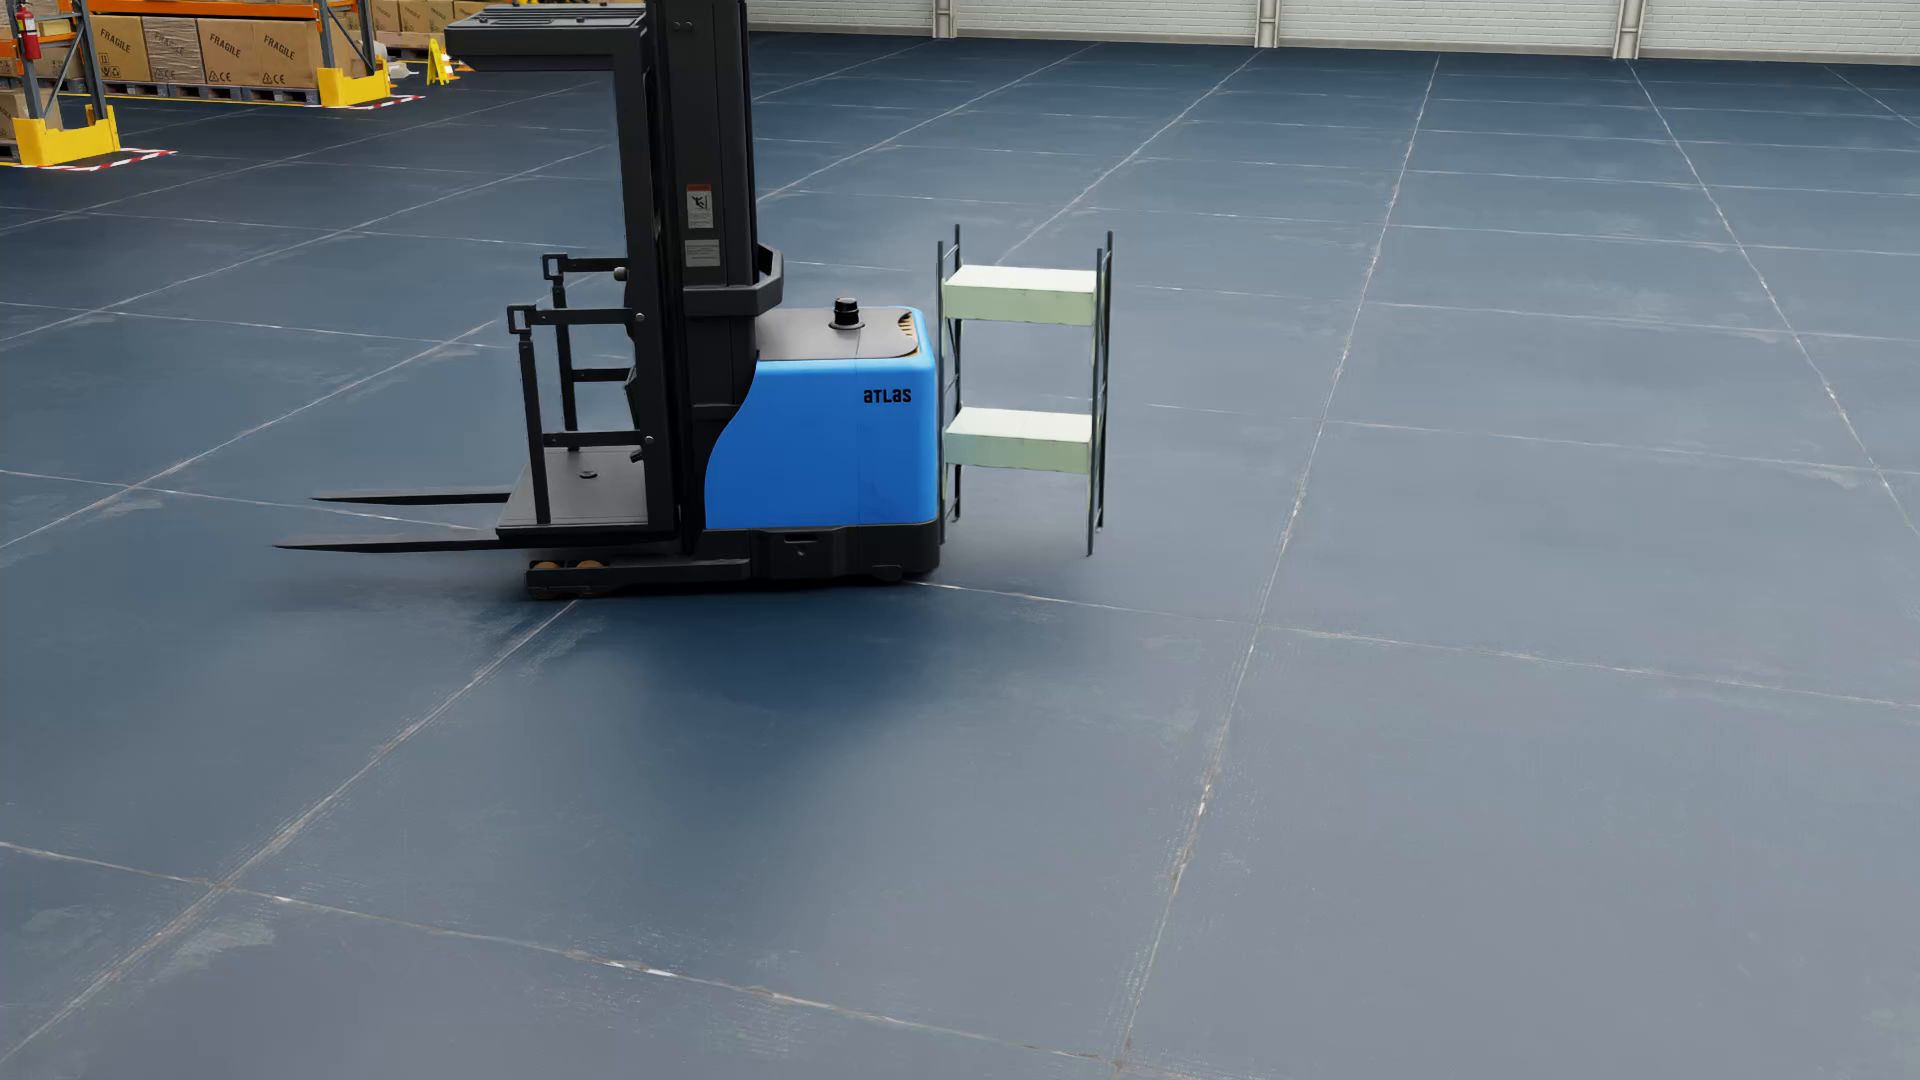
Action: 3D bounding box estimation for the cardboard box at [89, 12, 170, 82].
[{"bbox_3d":[-11.631,-7.032,23.646,0.875,0.875,0.875,7,23,16],"label":"cardboard box"}]

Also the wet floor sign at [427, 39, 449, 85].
[{"bbox_3d":[-7.783,-7.104,24.677,0.232,0.644,0.267,3,22,6],"label":"wet floor sign"}]

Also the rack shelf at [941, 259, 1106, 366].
[{"bbox_3d":[0.308,-1.077,7.829,0.720,0.370,0.431,5,23,11],"label":"rack shelf"}]

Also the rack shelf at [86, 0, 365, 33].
[{"bbox_3d":[-10.298,-7.363,23.155,4.000,0.370,1.077,7,23,16],"label":"rack shelf"}]

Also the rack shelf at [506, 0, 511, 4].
[{"bbox_3d":[-8.965,-9.173,27.566,4.000,0.370,1.077,7,23,16],"label":"rack shelf"}]

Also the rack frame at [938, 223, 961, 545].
[{"bbox_3d":[-0.049,-0.745,8.049,0.023,1.500,0.400,5,23,11],"label":"rack frame"}]

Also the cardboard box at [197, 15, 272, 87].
[{"bbox_3d":[-9.894,-6.834,23.163,0.875,0.875,0.875,6,23,15],"label":"cardboard box"}]

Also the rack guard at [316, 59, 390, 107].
[{"bbox_3d":[-8.360,-6.318,22.952,0.348,0.500,1.175,7,23,16],"label":"rack guard"}]

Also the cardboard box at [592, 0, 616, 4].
[{"bbox_3d":[-6.653,-10.242,31.637,0.500,0.250,0.500,6,23,15],"label":"cardboard box"}]

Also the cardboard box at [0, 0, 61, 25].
[{"bbox_3d":[-10.431,-5.940,18.213,0.500,0.500,0.875,7,23,16],"label":"cardboard box"}]

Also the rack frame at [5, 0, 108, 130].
[{"bbox_3d":[-9.913,-5.686,18.117,0.127,3.000,1.000,7,23,16],"label":"rack frame"}]

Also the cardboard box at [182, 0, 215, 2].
[{"bbox_3d":[-10.303,-7.773,23.008,0.500,0.550,0.875,7,23,16],"label":"cardboard box"}]

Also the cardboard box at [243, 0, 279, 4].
[{"bbox_3d":[-9.284,-7.623,22.642,0.550,0.550,0.875,7,23,16],"label":"cardboard box"}]

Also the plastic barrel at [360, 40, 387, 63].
[{"bbox_3d":[-9.465,-7.771,26.595,0.512,0.421,0.421,-14,26,-30],"label":"plastic barrel"}]

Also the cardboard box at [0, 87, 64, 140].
[{"bbox_3d":[-10.505,-4.798,18.694,0.500,0.500,0.500,11,25,25],"label":"cardboard box"}]

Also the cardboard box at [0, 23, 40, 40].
[{"bbox_3d":[-10.245,-5.526,18.058,0.250,0.149,0.380,7,23,16],"label":"cardboard box"}]

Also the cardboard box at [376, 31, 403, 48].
[{"bbox_3d":[-9.370,-8.372,27.737,0.500,0.250,0.500,6,23,15],"label":"cardboard box"}]

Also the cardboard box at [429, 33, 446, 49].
[{"bbox_3d":[-8.395,-8.259,27.461,0.500,0.250,0.500,7,23,16],"label":"cardboard box"}]

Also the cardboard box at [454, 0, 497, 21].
[{"bbox_3d":[-7.892,-8.548,27.178,0.500,0.500,0.500,7,23,16],"label":"cardboard box"}]

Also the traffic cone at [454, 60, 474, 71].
[{"bbox_3d":[-7.834,-7.691,26.349,0.334,0.463,0.336,7,23,16],"label":"traffic cone"}]

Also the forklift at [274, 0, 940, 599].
[{"bbox_3d":[-1.640,-1.296,7.506,3.031,2.935,1.130,-2,22,-4],"label":"forklift"}]

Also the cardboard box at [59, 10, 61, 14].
[{"bbox_3d":[-16.199,-9.580,29.857,0.875,0.875,0.875,7,23,16],"label":"cardboard box"}]

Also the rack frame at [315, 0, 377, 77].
[{"bbox_3d":[-8.383,-7.477,22.484,0.127,3.000,1.000,7,23,16],"label":"rack frame"}]

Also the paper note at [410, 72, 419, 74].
[{"bbox_3d":[-8.530,-7.293,25.948,0.142,0.019,0.148,-1,22,-3],"label":"paper note"}]

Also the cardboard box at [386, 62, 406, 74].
[{"bbox_3d":[-8.888,-7.377,25.997,0.380,0.149,0.250,-20,29,-39],"label":"cardboard box"}]

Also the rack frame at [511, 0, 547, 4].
[{"bbox_3d":[-7.050,-9.286,26.895,0.127,3.000,1.000,7,23,16],"label":"rack frame"}]

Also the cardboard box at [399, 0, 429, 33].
[{"bbox_3d":[-8.874,-8.662,27.456,0.500,0.500,0.500,6,23,14],"label":"cardboard box"}]

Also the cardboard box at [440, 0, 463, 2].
[{"bbox_3d":[-8.263,-8.864,27.094,0.250,0.149,0.380,7,23,17],"label":"cardboard box"}]

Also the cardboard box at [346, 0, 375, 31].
[{"bbox_3d":[-9.877,-8.777,27.735,0.500,0.500,0.500,8,23,18],"label":"cardboard box"}]

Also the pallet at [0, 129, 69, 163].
[{"bbox_3d":[-10.753,-4.506,18.915,1.213,0.211,1.003,7,23,16],"label":"pallet"}]

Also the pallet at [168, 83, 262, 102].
[{"bbox_3d":[-10.335,-6.380,23.485,1.213,0.211,1.003,7,23,15],"label":"pallet"}]

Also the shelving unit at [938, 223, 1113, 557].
[{"bbox_3d":[0.308,-0.716,7.977,0.755,1.500,0.431,5,23,11],"label":"shelving unit"}]

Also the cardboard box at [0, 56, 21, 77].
[{"bbox_3d":[-13.755,-7.211,24.247,0.750,0.750,1.050,7,23,15],"label":"cardboard box"}]

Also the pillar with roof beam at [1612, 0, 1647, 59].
[{"bbox_3d":[9.963,-10.732,22.515,0.400,9.000,9.100,7,23,16],"label":"pillar with roof beam"}]

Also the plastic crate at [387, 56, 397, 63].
[{"bbox_3d":[-9.613,-7.904,27.372,0.583,0.080,0.402,-1,22,-3],"label":"plastic crate"}]

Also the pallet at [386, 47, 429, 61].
[{"bbox_3d":[-9.054,-8.241,28.021,1.213,0.211,1.003,7,23,16],"label":"pallet"}]

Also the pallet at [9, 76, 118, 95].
[{"bbox_3d":[-12.973,-6.682,24.221,1.213,0.211,1.003,7,23,16],"label":"pallet"}]
